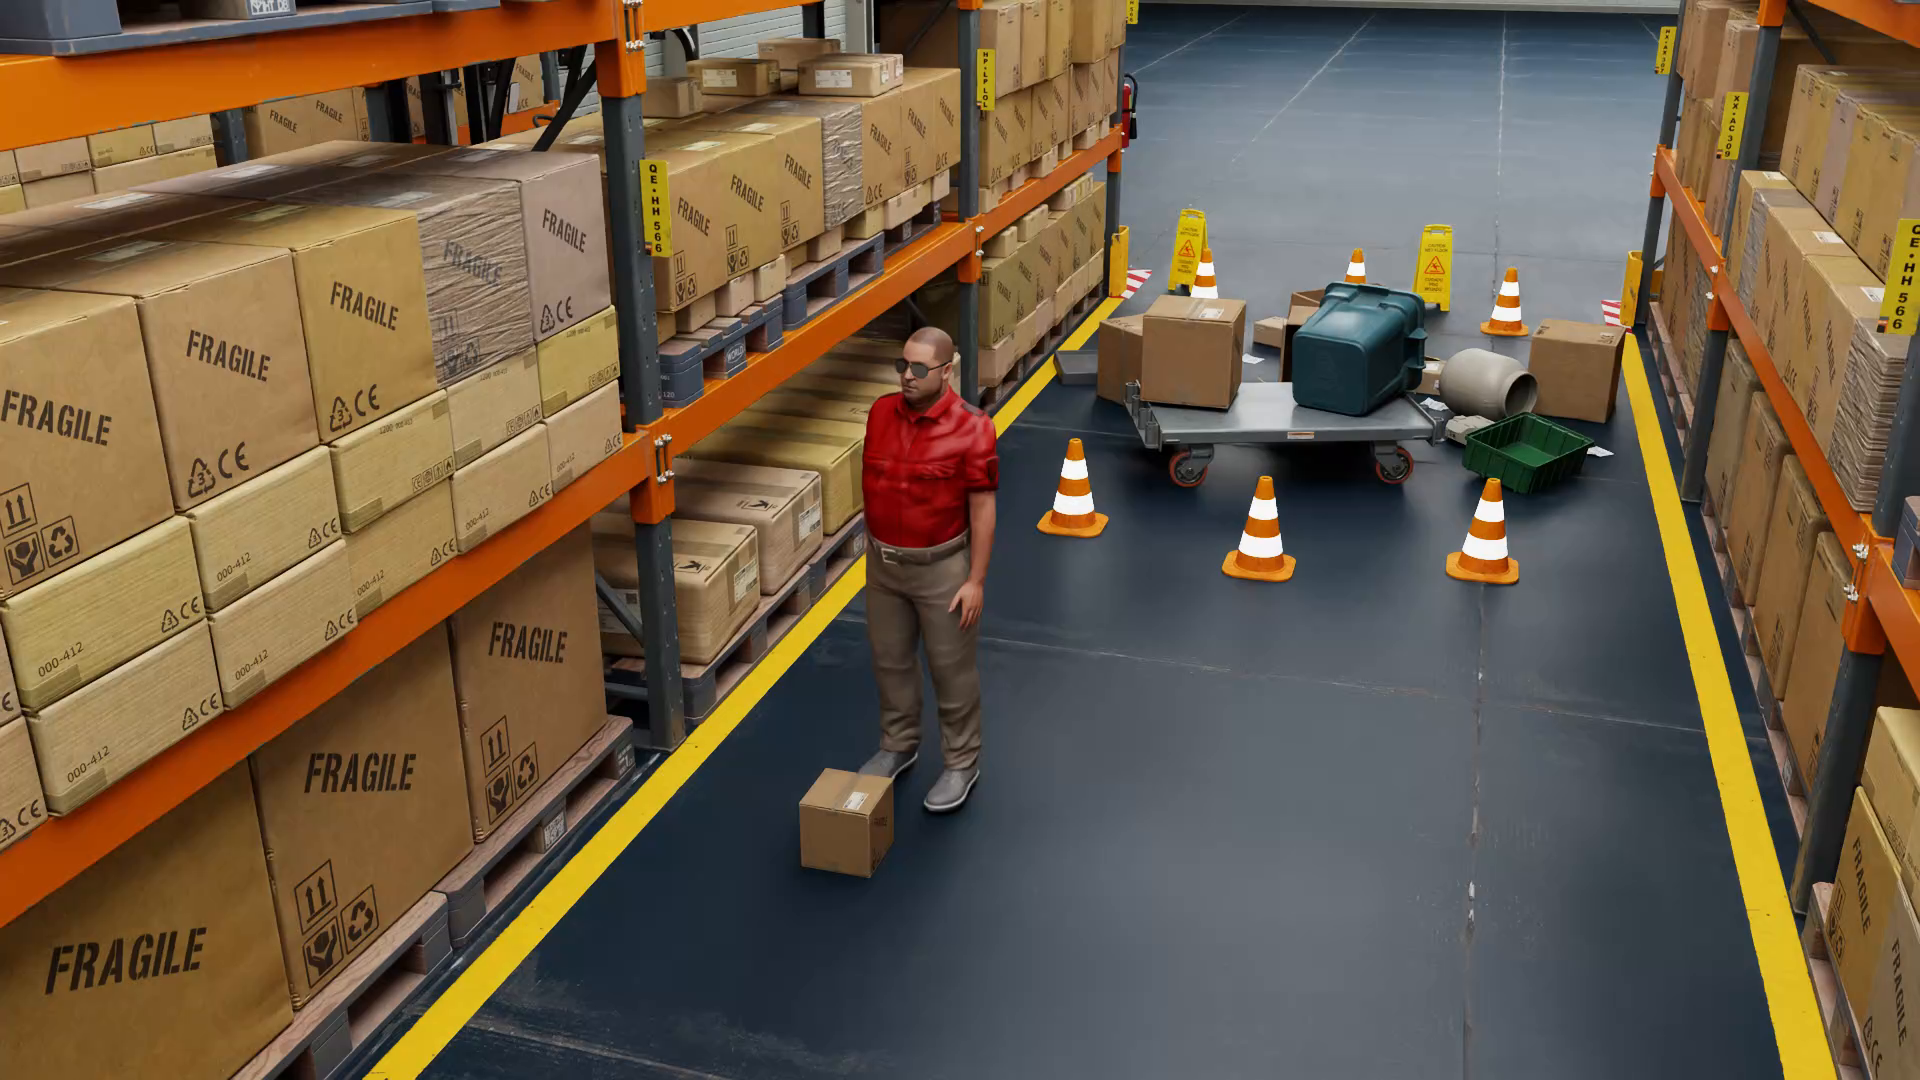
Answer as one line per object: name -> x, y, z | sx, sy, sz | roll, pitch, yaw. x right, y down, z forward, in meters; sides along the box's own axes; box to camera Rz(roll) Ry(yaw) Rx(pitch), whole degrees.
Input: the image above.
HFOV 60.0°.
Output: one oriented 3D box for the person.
person -> -0.132, 0.117, 5.815 | 0.530, 1.730, 0.361 | 12, 25, 28
